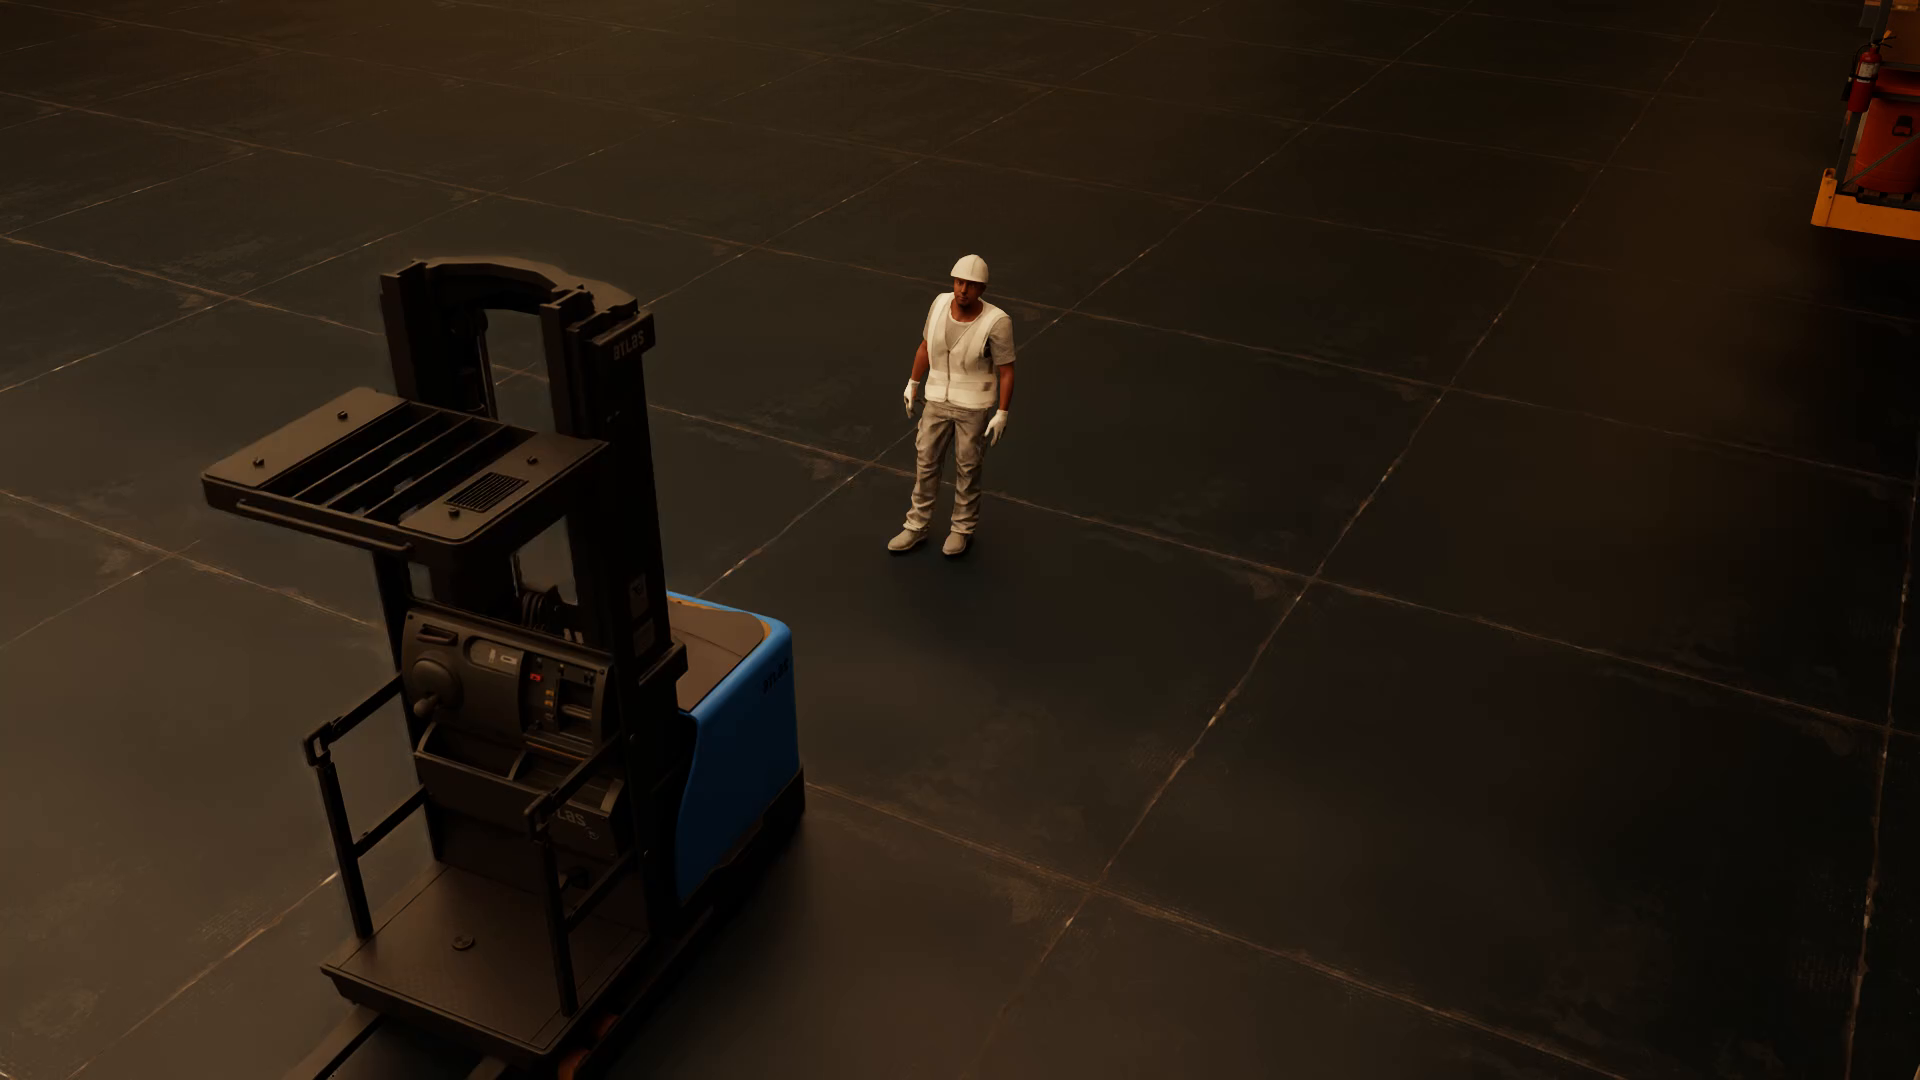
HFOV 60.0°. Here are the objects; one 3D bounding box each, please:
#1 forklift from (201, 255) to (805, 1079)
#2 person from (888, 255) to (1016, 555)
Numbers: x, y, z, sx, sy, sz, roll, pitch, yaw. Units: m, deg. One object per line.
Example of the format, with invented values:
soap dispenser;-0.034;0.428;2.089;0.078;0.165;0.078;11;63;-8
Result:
forklift;-1.795;0.585;6.057;1.130;2.935;3.031;13;32;21
person;-0.043;-0.750;9.503;0.656;1.782;0.577;15;33;25
